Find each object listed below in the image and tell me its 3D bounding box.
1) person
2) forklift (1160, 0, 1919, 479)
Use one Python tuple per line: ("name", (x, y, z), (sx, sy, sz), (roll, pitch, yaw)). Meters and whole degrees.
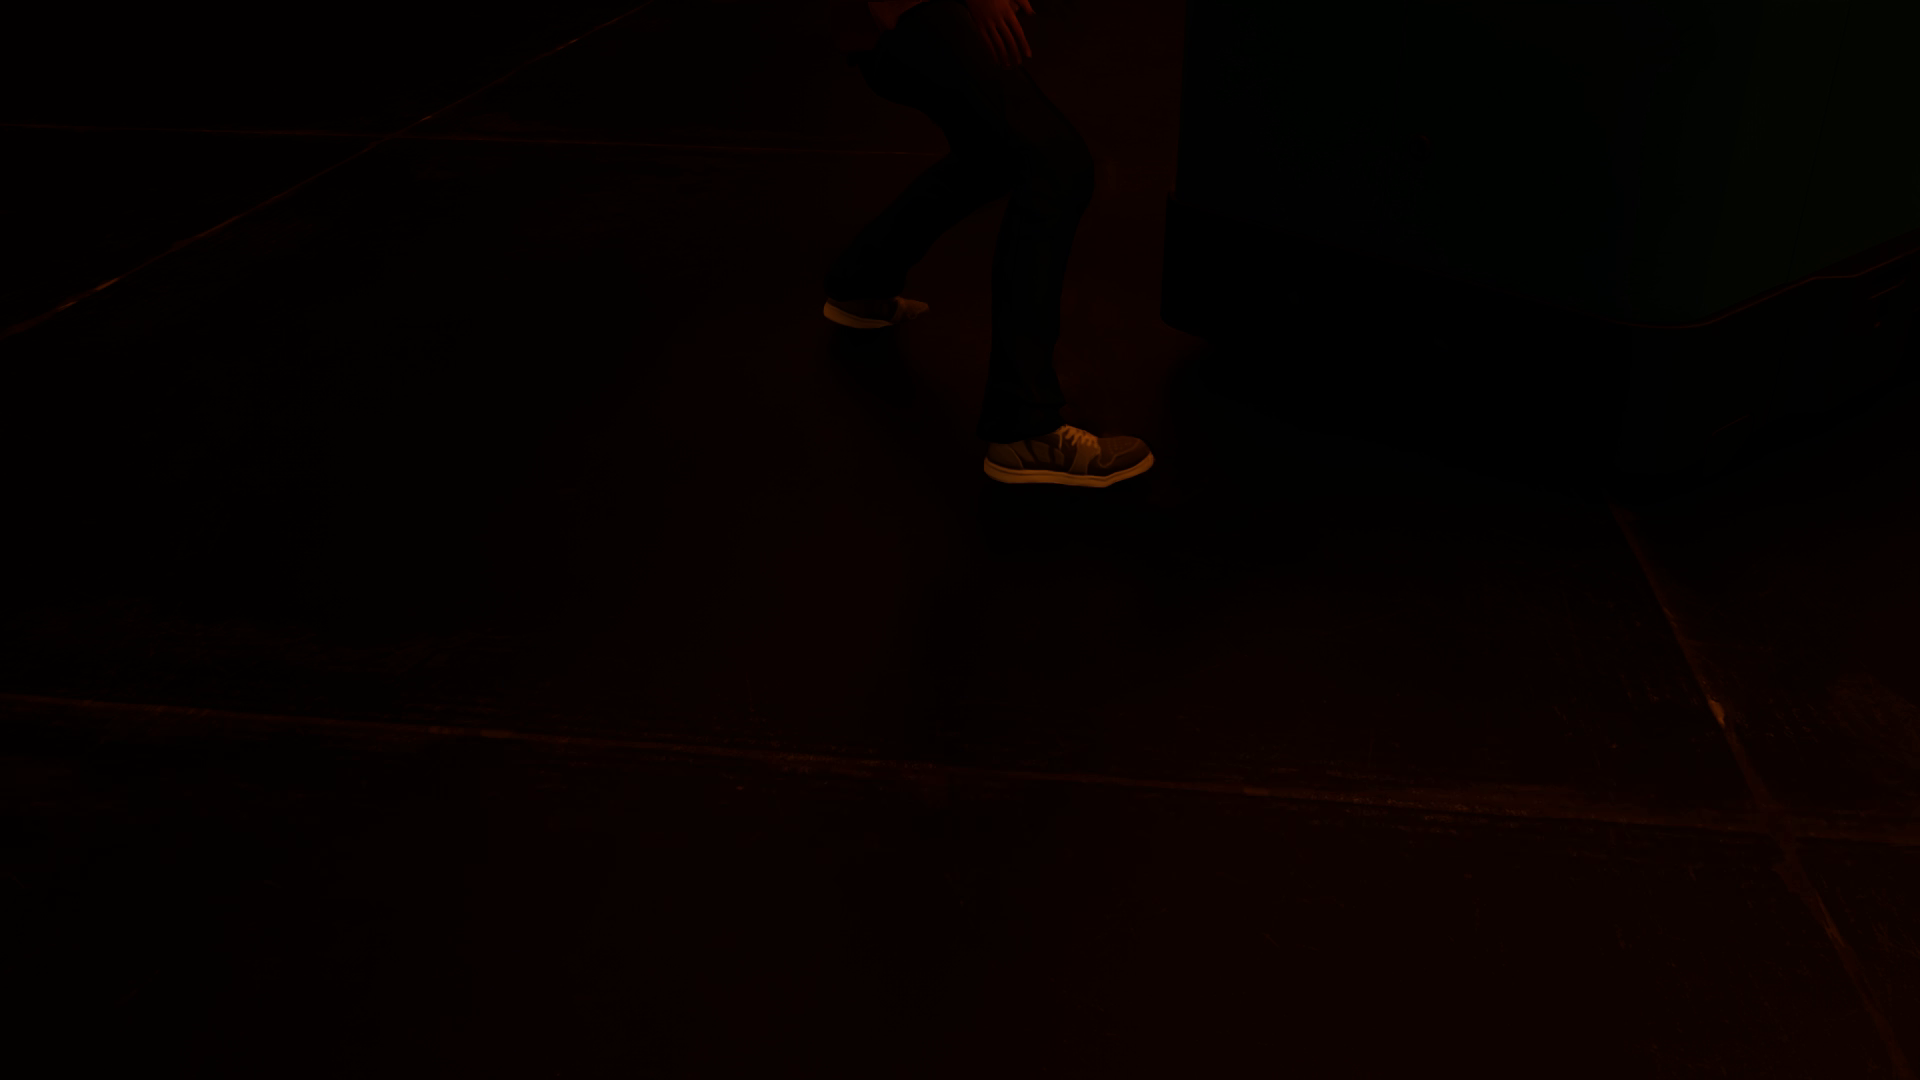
("person", (0.031, -0.893, 2.729), (0.811, 1.463, 0.869), (9, 28, 17))
("forklift", (1.834, -1.939, 3.104), (3.031, 2.935, 1.130), (-21, 33, -36))
